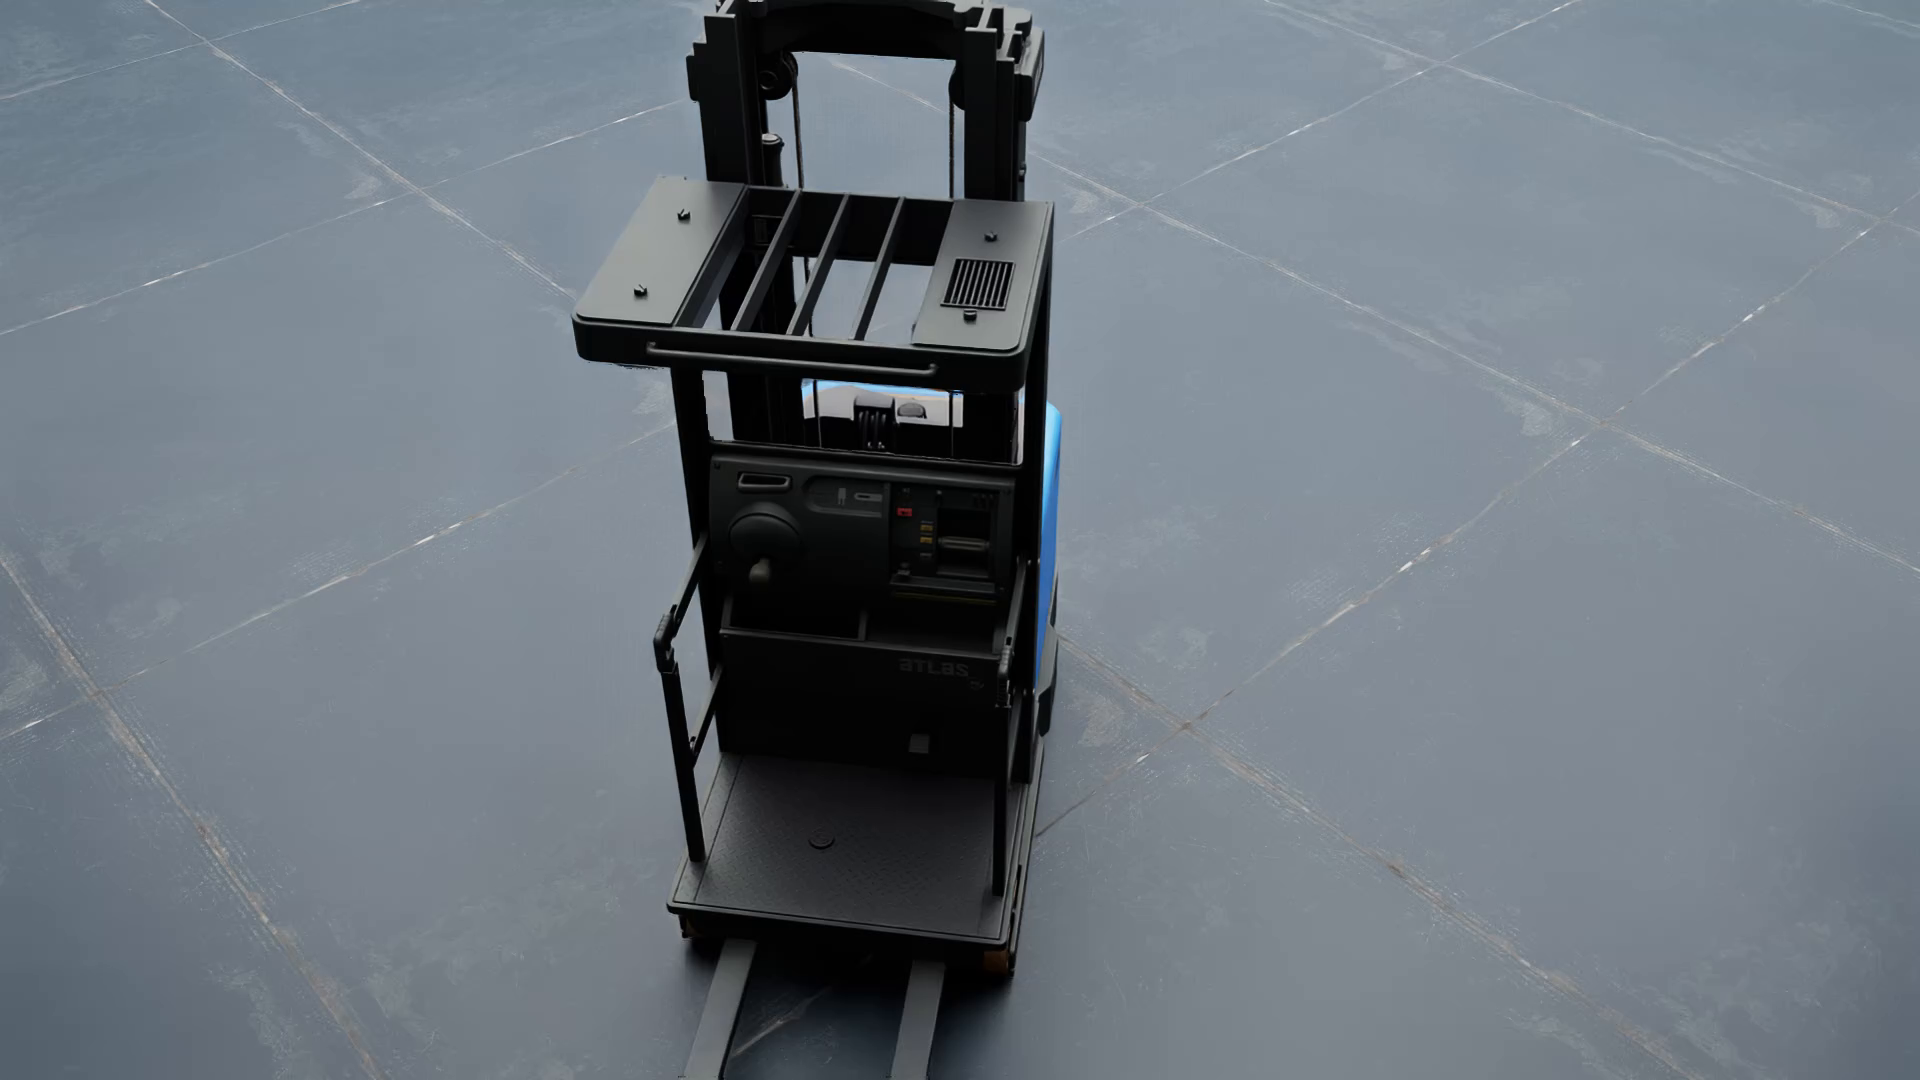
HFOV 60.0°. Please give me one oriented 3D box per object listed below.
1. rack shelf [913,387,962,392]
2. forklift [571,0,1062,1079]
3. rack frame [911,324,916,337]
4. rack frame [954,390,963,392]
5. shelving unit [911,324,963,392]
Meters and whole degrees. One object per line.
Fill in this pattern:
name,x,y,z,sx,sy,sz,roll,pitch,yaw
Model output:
rack shelf,-0.036,-0.646,6.779,0.215,0.259,0.240,-30,48,-32
forklift,-0.328,0.045,4.862,1.130,2.935,3.031,5,39,6
rack frame,-0.119,-0.490,7.021,0.200,1.050,0.008,-30,48,-32
rack frame,0.046,-0.377,6.881,0.200,1.050,0.008,-30,48,-32
shelving unit,-0.036,-0.433,6.951,0.215,1.050,0.252,-30,48,-32
